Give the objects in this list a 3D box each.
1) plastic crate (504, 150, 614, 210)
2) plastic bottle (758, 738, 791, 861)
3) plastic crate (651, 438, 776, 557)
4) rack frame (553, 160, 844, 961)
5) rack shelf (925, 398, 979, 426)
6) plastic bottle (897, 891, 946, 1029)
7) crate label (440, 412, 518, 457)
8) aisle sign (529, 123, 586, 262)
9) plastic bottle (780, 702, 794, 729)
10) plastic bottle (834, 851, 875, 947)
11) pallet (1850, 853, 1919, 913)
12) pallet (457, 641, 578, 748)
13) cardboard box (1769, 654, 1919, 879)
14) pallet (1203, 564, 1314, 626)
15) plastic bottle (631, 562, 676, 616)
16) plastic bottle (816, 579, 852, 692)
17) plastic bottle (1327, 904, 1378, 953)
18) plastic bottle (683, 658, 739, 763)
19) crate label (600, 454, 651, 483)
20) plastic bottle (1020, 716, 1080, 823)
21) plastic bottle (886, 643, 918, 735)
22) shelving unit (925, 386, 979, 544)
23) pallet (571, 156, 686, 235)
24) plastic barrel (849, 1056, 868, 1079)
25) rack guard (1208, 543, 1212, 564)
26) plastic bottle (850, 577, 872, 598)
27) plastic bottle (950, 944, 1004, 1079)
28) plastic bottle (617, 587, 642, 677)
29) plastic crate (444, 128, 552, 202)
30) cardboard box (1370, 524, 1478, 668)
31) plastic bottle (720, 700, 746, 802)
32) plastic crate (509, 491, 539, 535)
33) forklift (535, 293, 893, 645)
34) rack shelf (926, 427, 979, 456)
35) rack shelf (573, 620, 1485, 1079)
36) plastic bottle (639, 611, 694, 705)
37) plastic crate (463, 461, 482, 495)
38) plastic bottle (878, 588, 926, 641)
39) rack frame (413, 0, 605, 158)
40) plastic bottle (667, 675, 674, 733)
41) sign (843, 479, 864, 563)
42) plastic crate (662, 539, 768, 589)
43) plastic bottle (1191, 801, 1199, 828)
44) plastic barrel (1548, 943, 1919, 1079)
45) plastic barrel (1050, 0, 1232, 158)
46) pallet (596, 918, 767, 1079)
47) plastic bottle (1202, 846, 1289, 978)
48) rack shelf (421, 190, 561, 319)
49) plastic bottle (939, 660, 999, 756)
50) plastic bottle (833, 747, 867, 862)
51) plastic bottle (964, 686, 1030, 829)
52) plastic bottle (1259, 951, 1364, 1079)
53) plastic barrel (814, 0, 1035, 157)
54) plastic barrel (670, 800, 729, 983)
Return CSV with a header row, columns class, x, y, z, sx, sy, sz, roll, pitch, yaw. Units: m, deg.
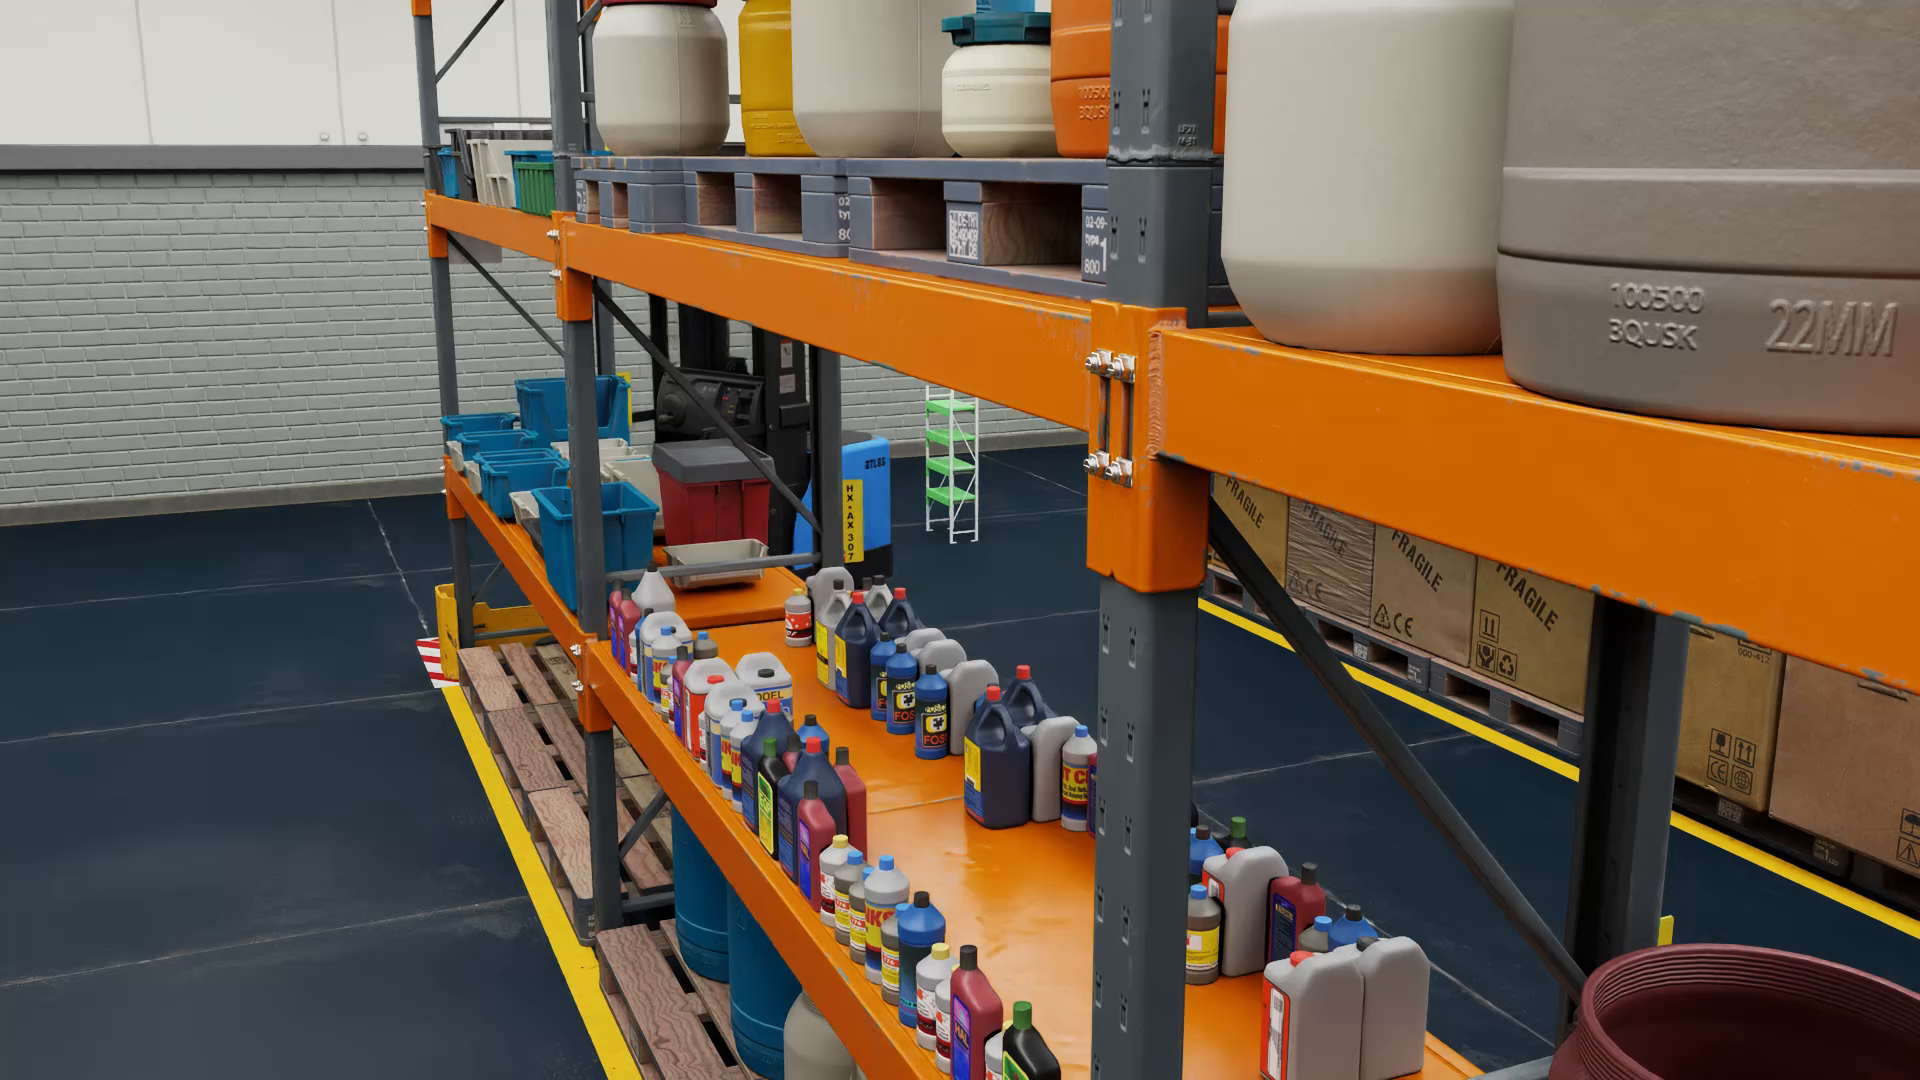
class,x,y,z,sx,sy,sz,roll,pitch,yaw
plastic crate,-1.584,-1.428,6.605,0.416,0.233,0.300,-6,14,-23
plastic bottle,-0.463,0.648,4.178,0.061,0.283,0.133,-6,14,-23
plastic crate,-1.055,-0.156,7.117,0.402,0.464,0.583,-6,14,-23
rack frame,-0.927,0.111,6.236,1.000,3.000,0.127,-6,14,-23
rack shelf,-0.066,-1.024,13.289,0.258,0.148,0.480,-6,14,-23
plastic bottle,-0.077,0.842,3.365,0.097,0.271,0.097,0,13,0
crate label,-2.732,-0.582,9.470,0.416,0.233,0.303,-6,14,-23
aisle sign,-2.289,-2.023,9.692,0.394,0.787,0.004,-6,14,-23
plastic bottle,-0.520,0.562,4.728,0.097,0.201,0.097,0,13,0
plastic bottle,-0.233,0.796,3.720,0.097,0.201,0.097,0,13,0
pallet,4.482,1.428,6.733,1.003,0.211,1.213,-6,14,-23
pallet,-2.234,0.817,9.370,1.003,0.211,1.213,-6,14,-23
cardboard box,4.245,0.810,7.000,1.225,0.875,0.875,-6,14,-25
pallet,2.401,0.354,11.371,1.003,0.211,1.213,-6,14,-23
plastic bottle,-1.066,0.246,5.765,0.144,0.351,0.185,-6,14,-23
plastic bottle,-0.391,0.309,5.493,0.144,0.351,0.185,-6,14,-23
plastic bottle,0.777,0.855,3.307,0.097,0.271,0.097,0,13,0
plastic bottle,-0.719,0.493,4.862,0.152,0.276,0.135,-6,14,-23
crate label,-1.800,-0.347,8.669,0.396,0.136,0.243,-6,14,-23
plastic bottle,0.243,0.593,4.430,0.152,0.276,0.135,-6,14,-23
plastic bottle,-0.177,0.449,5.063,0.097,0.271,0.097,0,13,0
shelving unit,-0.066,-0.619,13.382,0.258,1.200,0.503,-6,14,-23
pallet,-0.523,-1.105,5.258,1.213,0.211,1.003,-6,14,-23
plastic barrel,0.012,1.575,4.328,0.600,0.588,0.708,-6,14,-23
rack guard,2.000,0.050,12.043,1.175,0.500,0.348,-6,14,-23
plastic bottle,-0.338,0.264,5.835,0.061,0.283,0.133,-6,14,-23
plastic bottle,0.030,0.902,3.079,0.061,0.283,0.133,-6,14,-23
plastic bottle,-1.117,0.310,5.636,0.061,0.283,0.133,-6,14,-23
plastic crate,-2.169,-1.806,8.005,0.504,0.338,0.767,-6,14,-23
cardboard box,3.060,0.165,9.785,0.875,0.875,0.875,-6,14,-23
plastic bottle,-0.605,0.570,4.541,0.097,0.271,0.097,0,13,0
plastic crate,-1.900,-0.122,7.696,0.293,0.136,0.466,-6,14,-23
forklift,-1.786,-0.914,10.817,1.130,2.935,3.031,10,16,37
rack shelf,-0.066,-0.790,13.343,0.258,0.148,0.480,-6,14,-23
rack shelf,-0.126,0.875,4.532,1.077,0.370,4.000,-6,14,-23
plastic bottle,-0.944,0.377,5.362,0.152,0.276,0.135,-6,14,-23
plastic crate,-2.407,-0.321,8.557,0.250,0.136,0.298,-6,14,-23
plastic bottle,-0.185,0.334,5.384,0.144,0.351,0.185,-6,14,-23
rack frame,-2.529,-3.638,9.130,1.000,3.000,0.127,-6,14,-23
plastic bottle,-0.844,0.480,5.082,0.097,0.201,0.097,0,13,0
sign,-0.422,-0.073,6.418,0.100,0.325,0.005,-6,14,-23
plastic crate,-0.982,0.102,6.730,0.396,0.136,0.243,-6,14,-23
plastic bottle,0.509,0.701,3.947,0.061,0.283,0.133,-6,14,-23
plastic barrel,1.139,0.940,2.354,0.600,0.536,0.708,-6,14,-23
plastic barrel,0.451,-1.055,2.739,0.600,0.830,0.708,-6,14,-23
pallet,-0.656,1.633,5.846,1.003,0.211,1.213,-6,14,-23
plastic bottle,0.613,0.784,3.605,0.152,0.276,0.135,-6,14,-23
rack shelf,-1.728,-1.413,7.764,1.077,0.370,4.000,-6,14,-23
plastic bottle,0.023,0.479,4.921,0.152,0.276,0.135,-6,14,-23
plastic bottle,-0.277,0.662,4.115,0.061,0.283,0.133,-6,14,-23
plastic bottle,0.097,0.565,4.386,0.144,0.351,0.185,-6,14,-23
plastic bottle,0.659,0.893,3.133,0.152,0.276,0.135,-6,14,-23
plastic barrel,-0.103,-1.460,4.330,0.600,0.901,0.708,-6,14,-23
plastic barrel,-0.724,1.043,5.933,0.600,0.901,0.708,-6,14,-23
